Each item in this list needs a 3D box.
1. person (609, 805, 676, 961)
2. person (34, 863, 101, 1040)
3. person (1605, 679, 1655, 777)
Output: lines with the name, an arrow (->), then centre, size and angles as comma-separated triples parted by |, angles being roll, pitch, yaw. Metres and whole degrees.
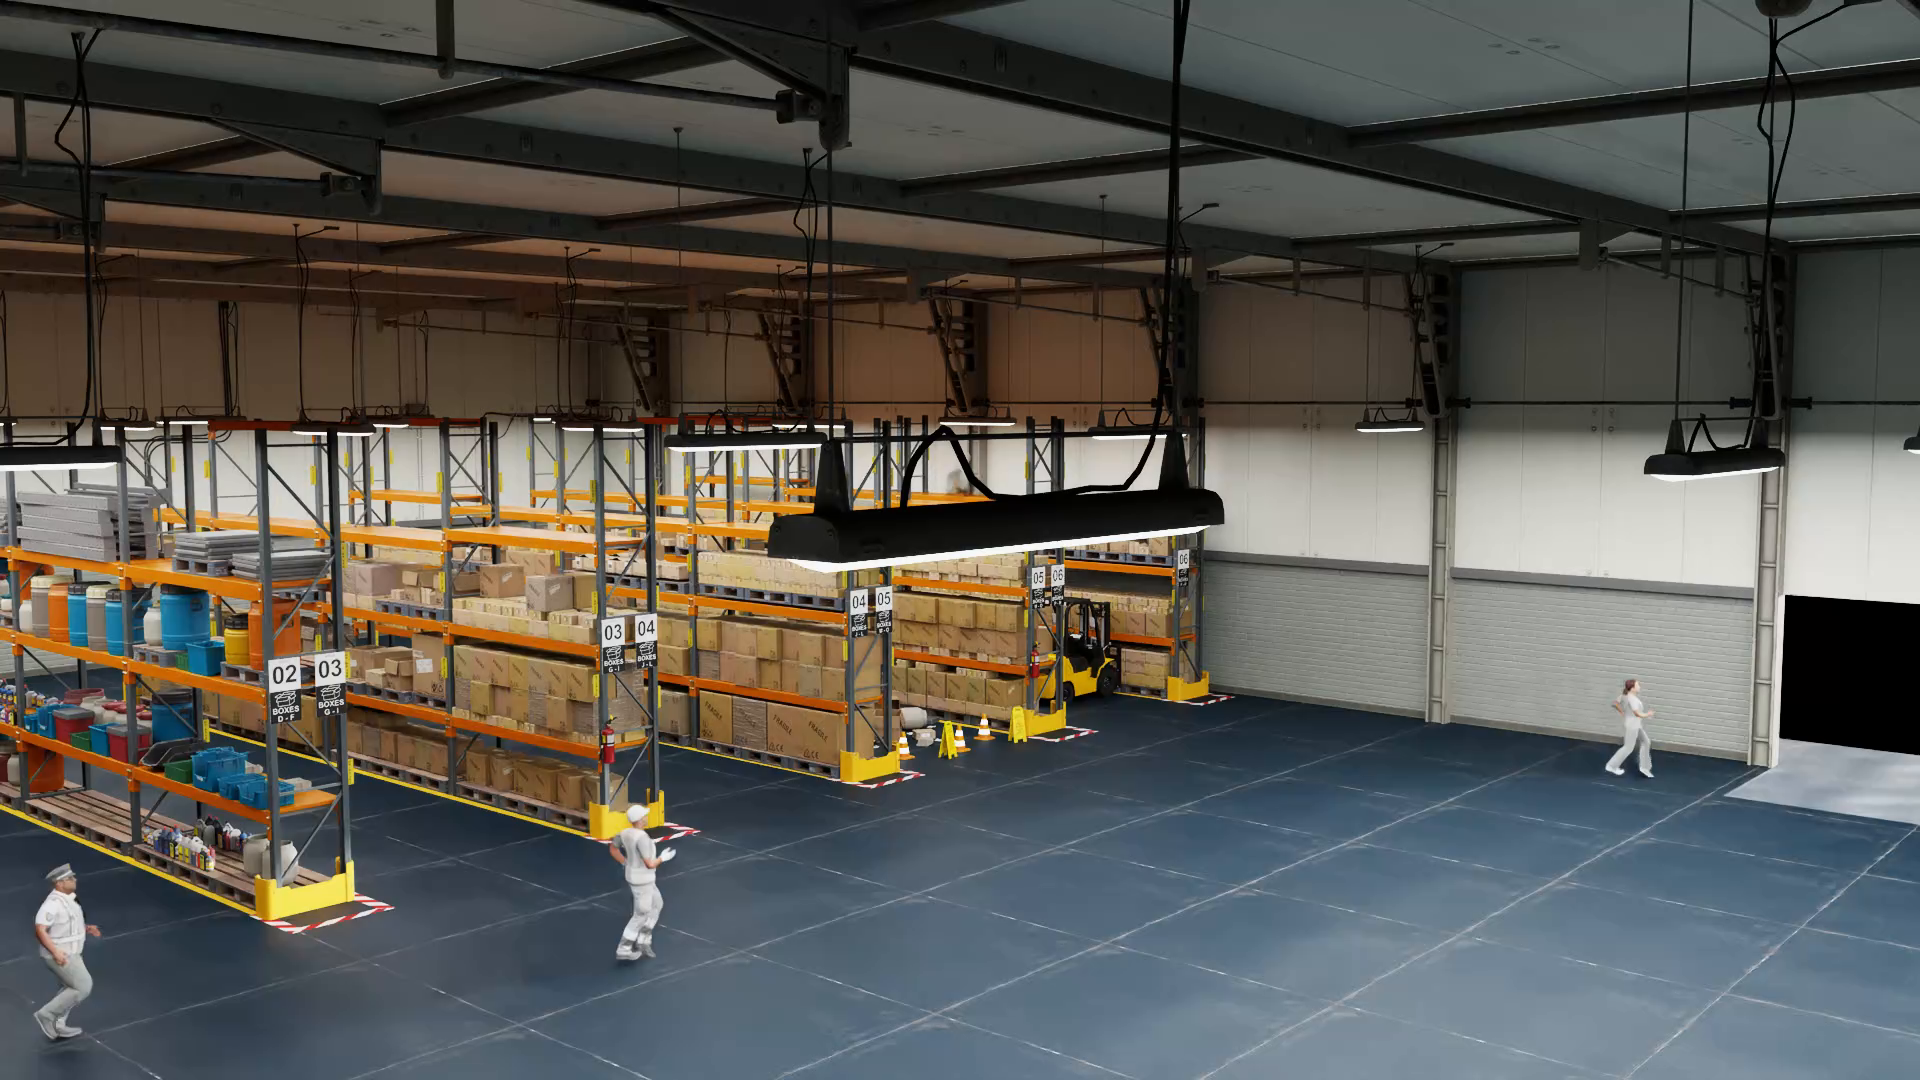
person -> -3.576, 3.881, 18.790 | 0.694, 1.823, 0.631 | -3, 5, -28
person -> -8.903, 4.083, 16.572 | 0.593, 1.749, 0.675 | -2, 5, -22
person -> 11.332, 3.183, 28.065 | 0.825, 1.698, 0.570 | 1, 5, 11
